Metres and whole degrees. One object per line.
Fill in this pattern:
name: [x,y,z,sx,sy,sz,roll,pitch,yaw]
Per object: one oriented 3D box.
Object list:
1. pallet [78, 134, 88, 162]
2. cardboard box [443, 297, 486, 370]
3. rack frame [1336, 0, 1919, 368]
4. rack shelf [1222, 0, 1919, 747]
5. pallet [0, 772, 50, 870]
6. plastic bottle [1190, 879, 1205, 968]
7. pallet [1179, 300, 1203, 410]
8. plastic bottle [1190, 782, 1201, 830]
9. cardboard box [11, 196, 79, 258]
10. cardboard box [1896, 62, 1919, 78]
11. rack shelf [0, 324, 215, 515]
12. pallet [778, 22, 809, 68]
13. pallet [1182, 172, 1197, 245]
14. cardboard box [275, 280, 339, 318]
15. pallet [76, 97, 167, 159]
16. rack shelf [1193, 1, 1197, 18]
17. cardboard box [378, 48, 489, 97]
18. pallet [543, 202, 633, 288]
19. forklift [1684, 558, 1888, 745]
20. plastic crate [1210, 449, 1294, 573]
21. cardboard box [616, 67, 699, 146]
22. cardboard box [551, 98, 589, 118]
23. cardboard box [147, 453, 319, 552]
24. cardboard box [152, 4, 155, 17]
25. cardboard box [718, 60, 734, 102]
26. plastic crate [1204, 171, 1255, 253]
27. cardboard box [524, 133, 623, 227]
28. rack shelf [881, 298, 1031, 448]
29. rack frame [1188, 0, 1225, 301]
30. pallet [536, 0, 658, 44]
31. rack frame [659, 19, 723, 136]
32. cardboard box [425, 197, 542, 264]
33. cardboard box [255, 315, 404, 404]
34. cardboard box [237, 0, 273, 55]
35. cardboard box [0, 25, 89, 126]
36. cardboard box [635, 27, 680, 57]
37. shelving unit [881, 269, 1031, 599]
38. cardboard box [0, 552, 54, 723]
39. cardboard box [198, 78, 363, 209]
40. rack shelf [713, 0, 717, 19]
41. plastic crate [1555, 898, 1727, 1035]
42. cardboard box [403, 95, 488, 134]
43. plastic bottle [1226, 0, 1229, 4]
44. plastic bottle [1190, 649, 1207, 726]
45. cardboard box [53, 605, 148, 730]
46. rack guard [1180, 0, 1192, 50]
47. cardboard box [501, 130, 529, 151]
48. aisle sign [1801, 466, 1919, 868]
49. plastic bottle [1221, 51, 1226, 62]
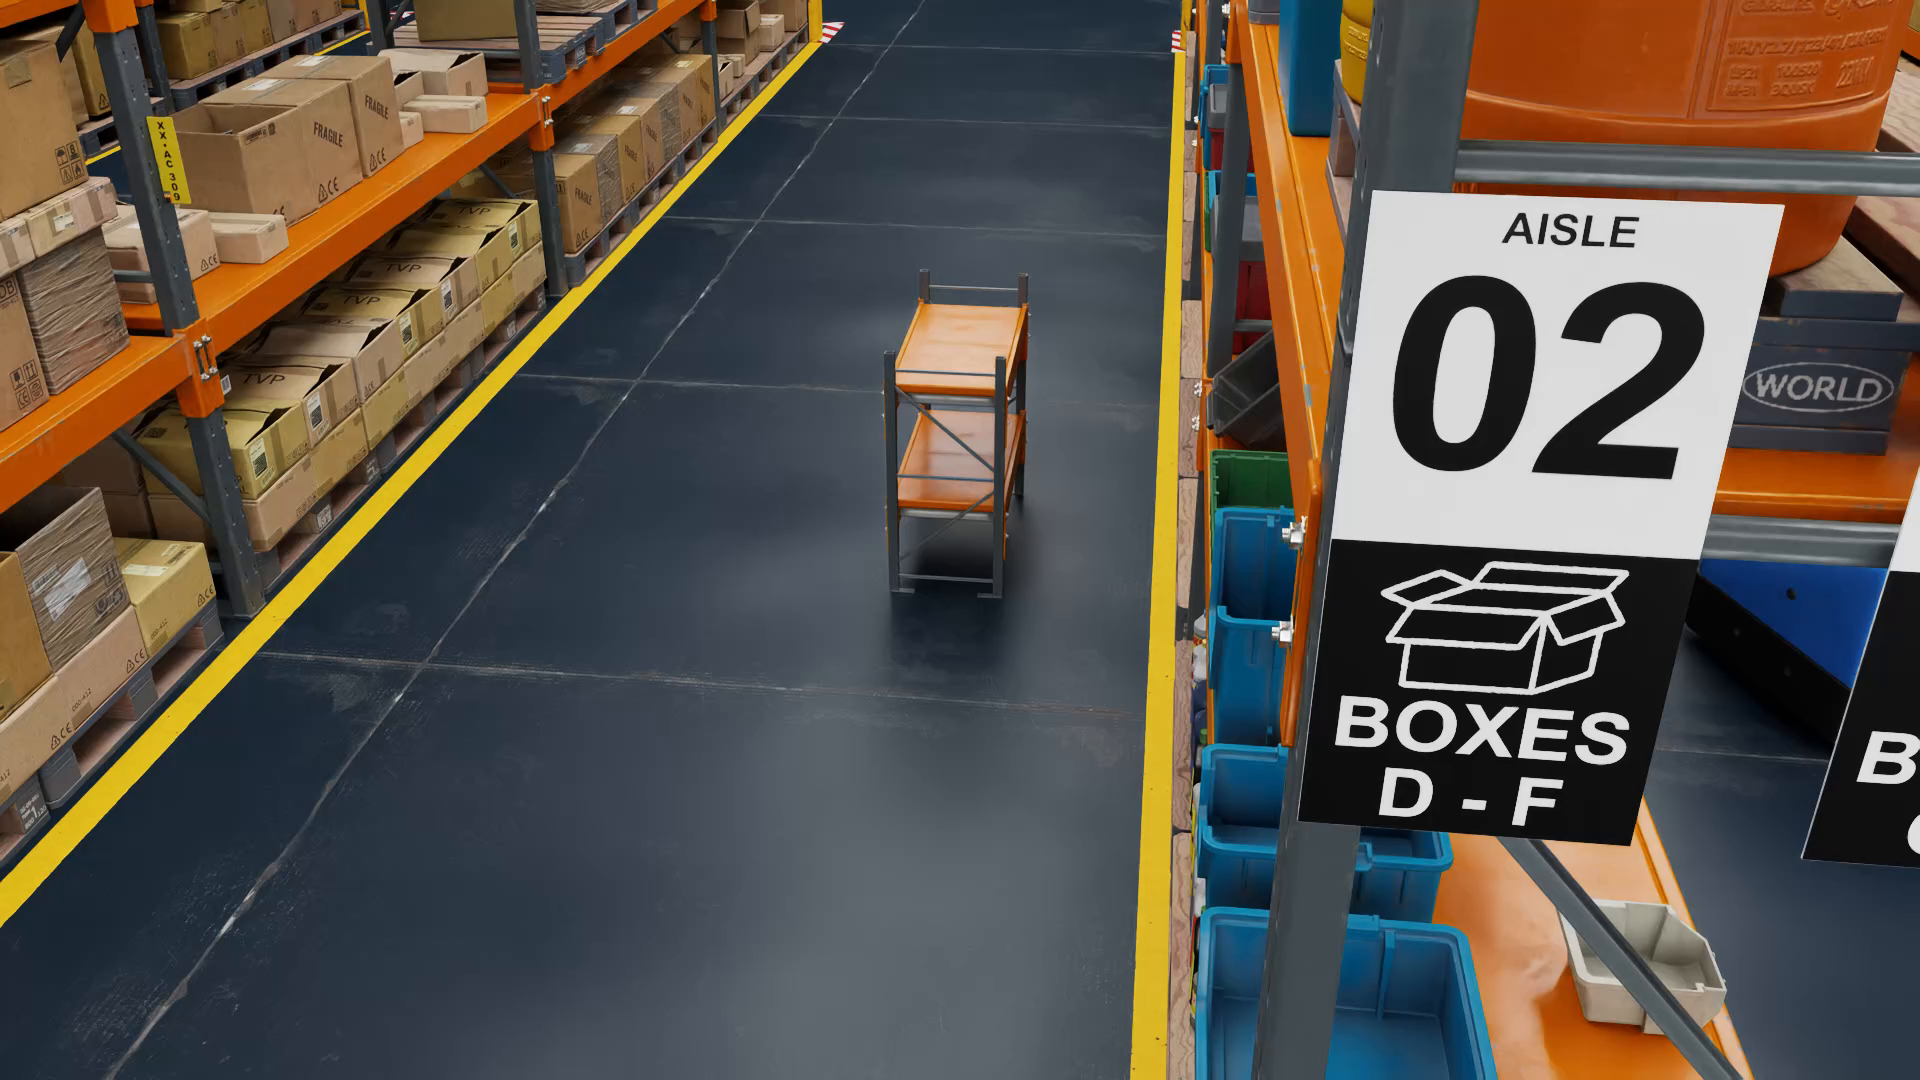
pallet: [-7.616,-2.917,12.941,1.003,0.211,1.213,3,28,6]
cardboard box: [-2.970,-1.152,9.182,0.500,0.250,0.500,4,29,7]
rack frame: [0.912,-1.505,1.055,1.000,3.000,0.127,3,28,6]
rack shelf: [1.157,-0.809,3.684,1.077,0.370,4.000,3,28,6]
pallet: [-3.799,1.139,5.412,1.003,0.211,1.213,3,28,6]
plastic bottle: [0.760,1.135,4.888,0.152,0.276,0.135,4,29,7]
pallet: [1.759,-1.039,9.456,1.003,0.211,1.213,3,28,6]
plastic bottle: [0.811,0.869,5.462,0.097,0.201,0.097,0,28,0]
cardboard box: [-3.366,-1.109,5.856,0.380,0.149,0.250,3,28,5]
cardboard box: [7.131,-2.751,11.490,1.225,0.875,0.875,2,28,4]
rack shelf: [-3.758,0.222,4.933,1.077,0.370,4.000,3,28,6]
pallet: [-2.149,-5.046,16.893,1.003,0.211,1.213,3,28,6]
pallet: [2.100,-2.348,11.885,1.003,0.211,1.213,3,28,6]
cardboard box: [-3.562,-1.181,8.644,0.500,0.311,0.500,3,28,6]
pallet: [-7.469,-3.493,14.010,1.003,0.211,1.213,3,28,6]
rack shelf: [2.628,-5.137,14.881,1.077,0.370,4.000,3,28,6]
cardboard box: [-3.111,-2.711,9.713,0.500,0.311,0.500,5,29,9]
pallet: [-2.894,-2.040,11.315,1.003,0.211,1.213,3,28,6]
forklift: [4.603,-0.848,6.234,3.031,2.935,1.130,-7,29,-13]
plastic crate: [0.956,-0.030,4.867,0.450,0.188,0.662,3,28,6]
cardboard box: [-2.378,-3.414,13.095,0.500,0.500,0.500,3,29,6]
cardboard box: [-3.020,-2.957,12.247,0.500,0.500,0.500,2,28,4]
cardboard box: [-3.218,-0.186,7.388,0.500,0.250,0.500,3,28,5]
cardboard box: [-7.471,-4.747,14.908,0.380,0.149,0.250,3,28,6]
cardboard box: [-2.267,-3.997,14.377,0.500,0.311,0.500,3,28,6]
plastic crate: [1.336,-1.489,7.575,0.450,0.188,0.662,3,28,6]
cardboard box: [-2.625,-2.456,11.319,0.500,0.500,0.500,2,28,4]
rack shelf: [0.001,-0.756,7.350,0.538,0.278,1.000,3,28,6]
rack frame: [1.893,-2.629,9.468,1.000,3.000,0.127,3,28,6]
pallet: [-2.789,-3.750,11.750,1.003,0.211,1.213,3,28,6]
rack frame: [-2.533,-4.802,13.500,1.000,3.000,0.127,3,28,6]
cardboard box: [-2.843,-1.879,9.940,0.500,0.311,0.500,4,29,8]
cardboard box: [-3.087,-0.916,8.153,0.500,0.311,0.500,2,28,5]
cardboard box: [-7.126,-4.996,16.054,0.700,0.500,0.500,4,29,7]
cardboard box: [-7.506,-3.594,13.083,0.750,0.750,0.750,4,29,8]
cardboard box: [-2.745,-4.180,14.517,0.500,0.500,0.500,3,28,6]
shelving unit: [0.001,-0.498,7.489,0.538,1.125,1.048,3,28,6]
cardboard box: [-3.483,0.361,5.583,0.500,0.500,0.500,3,28,6]
cardboard box: [-3.277,-1.924,8.054,0.500,0.500,0.500,3,28,6]
rack shelf: [-2.288,-5.426,15.418,1.077,0.370,4.000,3,28,6]
plastic crate: [1.341,0.850,3.287,0.298,0.136,0.250,3,28,6]
cardboard box: [-2.859,-2.369,9.249,0.380,0.149,0.250,3,28,6]
plastic bottle: [1.759,-3.583,11.290,0.144,0.351,0.185,3,28,6]
plastic bottle: [0.916,0.537,5.998,0.152,0.276,0.135,4,29,8]
cardboard box: [-3.424,0.456,6.198,0.500,0.250,0.500,3,28,6]
rack guard: [2.863,-5.306,17.073,1.175,0.500,0.348,3,28,6]
cardboard box: [-3.139,-2.823,11.208,0.500,0.250,0.500,4,29,8]
aisle sign: [1.194,0.043,1.767,0.394,0.787,0.004,3,28,6]
plastic bottle: [1.579,-2.919,10.215,0.097,0.201,0.097,0,28,0]
